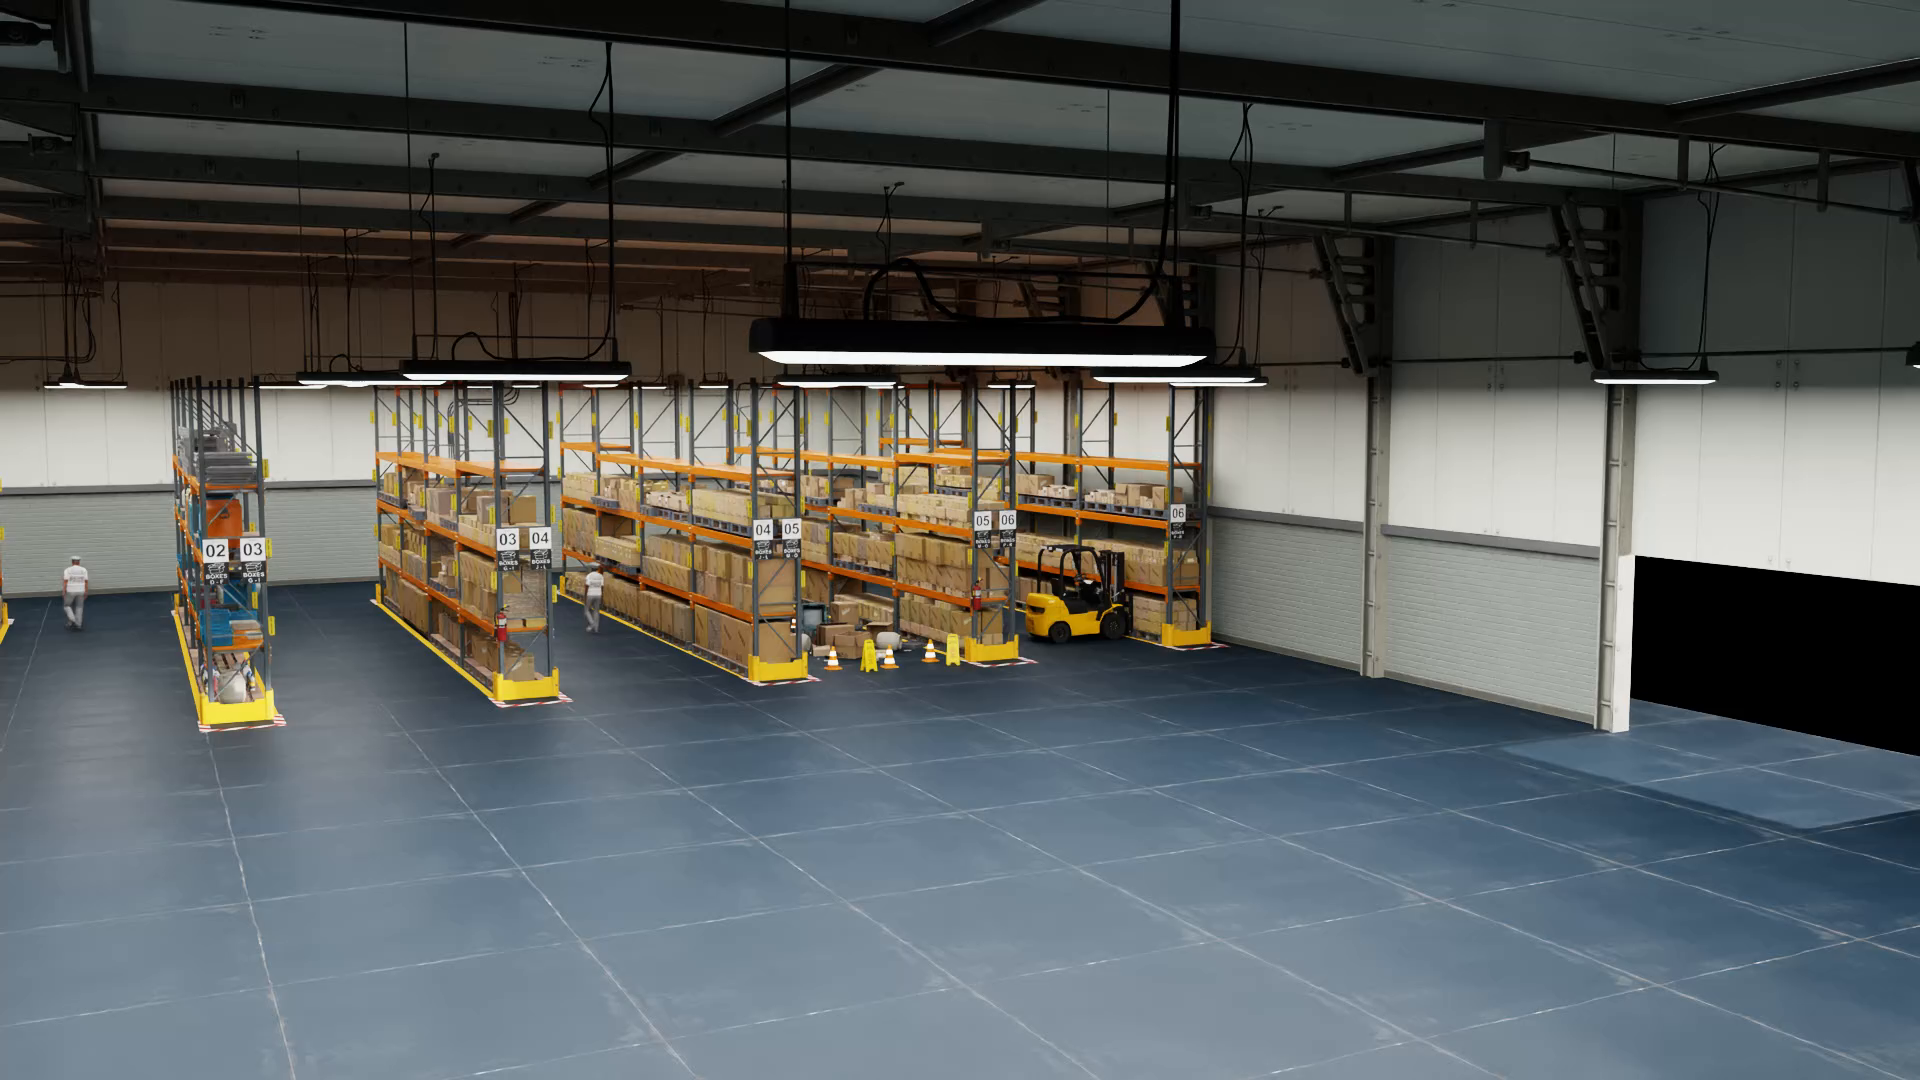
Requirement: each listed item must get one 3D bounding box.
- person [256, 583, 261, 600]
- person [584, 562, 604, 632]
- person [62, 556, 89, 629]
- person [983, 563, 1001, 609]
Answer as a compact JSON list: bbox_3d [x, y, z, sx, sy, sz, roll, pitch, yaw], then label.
[{"bbox_3d":[-17.673,1.189,41.612,0.571,1.610,1.038,-4,7,-41],"label":"person"},{"bbox_3d":[-8.691,1.370,39.530,0.496,1.672,0.451,-3,6,-29],"label":"person"},{"bbox_3d":[-21.354,1.271,40.157,0.581,1.754,0.476,-4,6,-37],"label":"person"},{"bbox_3d":[0.794,1.367,40.064,0.515,1.710,0.606,-3,6,-31],"label":"person"}]
